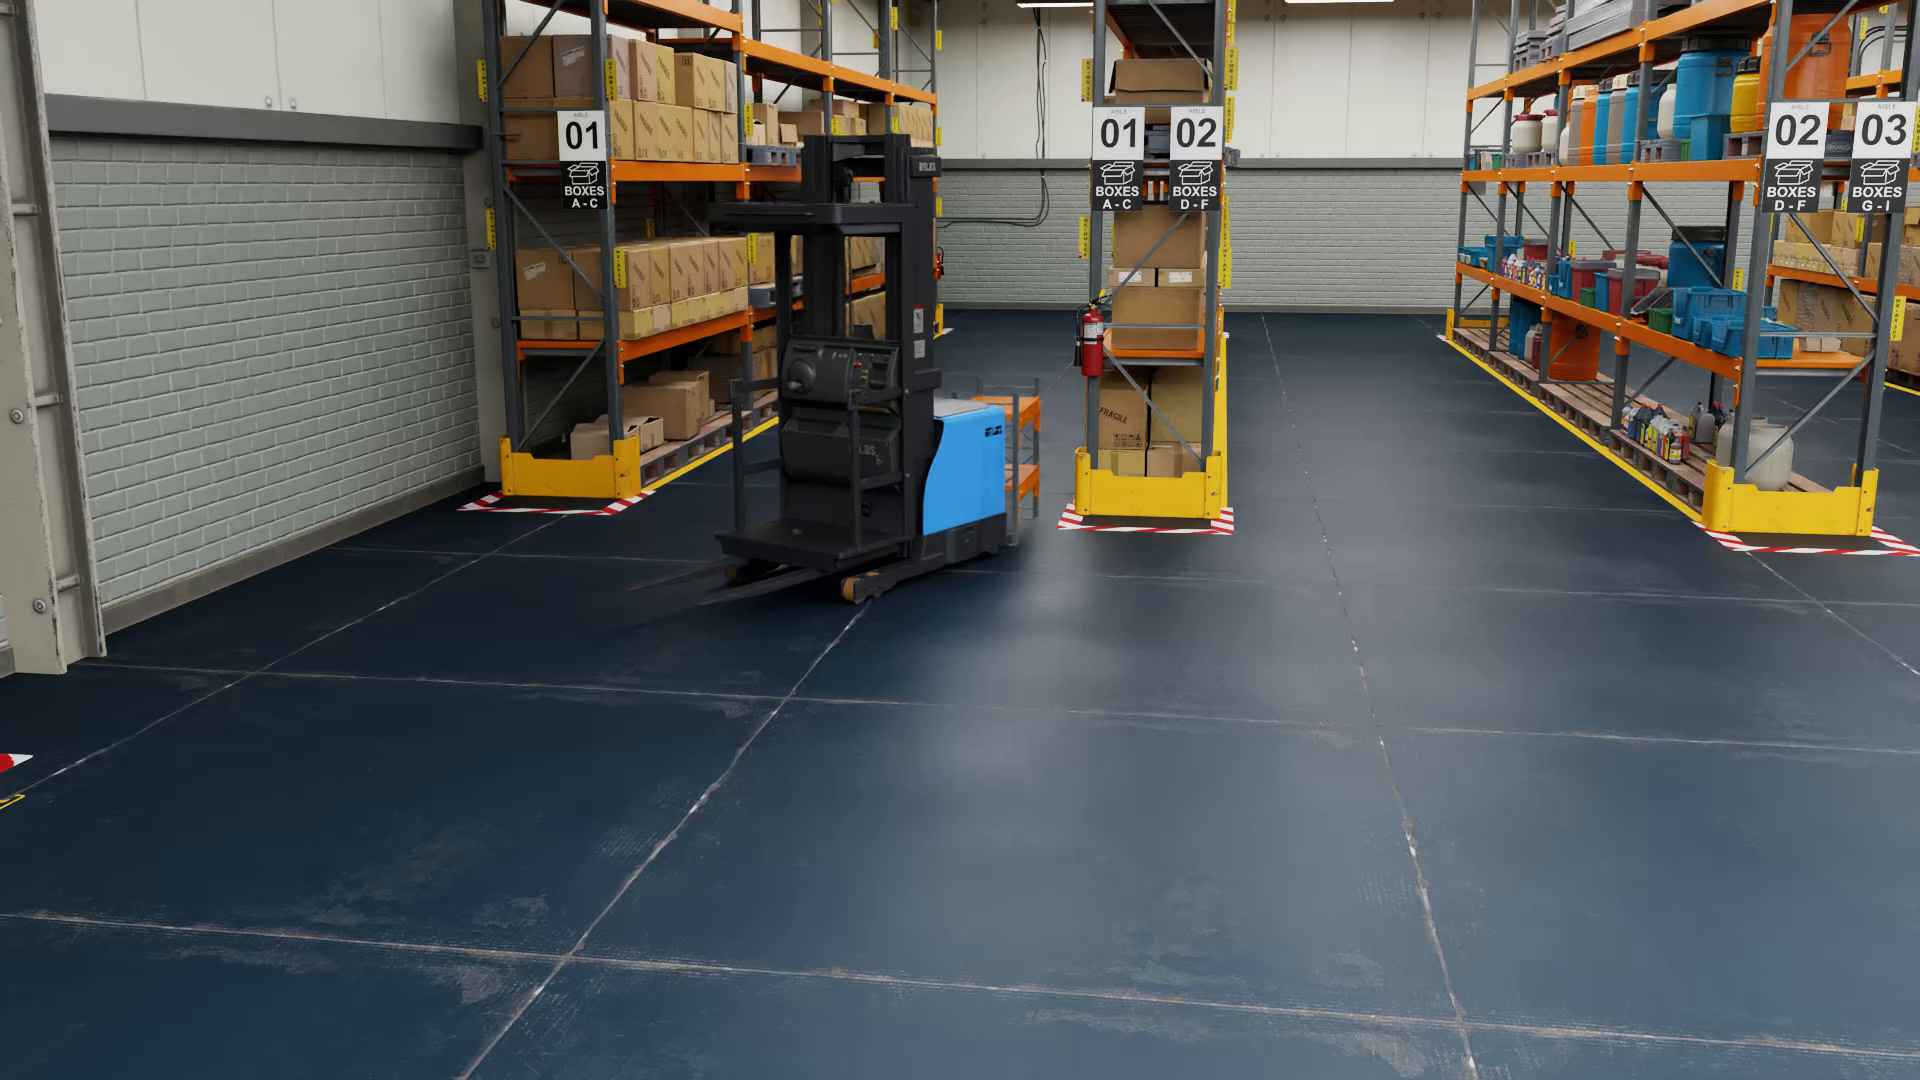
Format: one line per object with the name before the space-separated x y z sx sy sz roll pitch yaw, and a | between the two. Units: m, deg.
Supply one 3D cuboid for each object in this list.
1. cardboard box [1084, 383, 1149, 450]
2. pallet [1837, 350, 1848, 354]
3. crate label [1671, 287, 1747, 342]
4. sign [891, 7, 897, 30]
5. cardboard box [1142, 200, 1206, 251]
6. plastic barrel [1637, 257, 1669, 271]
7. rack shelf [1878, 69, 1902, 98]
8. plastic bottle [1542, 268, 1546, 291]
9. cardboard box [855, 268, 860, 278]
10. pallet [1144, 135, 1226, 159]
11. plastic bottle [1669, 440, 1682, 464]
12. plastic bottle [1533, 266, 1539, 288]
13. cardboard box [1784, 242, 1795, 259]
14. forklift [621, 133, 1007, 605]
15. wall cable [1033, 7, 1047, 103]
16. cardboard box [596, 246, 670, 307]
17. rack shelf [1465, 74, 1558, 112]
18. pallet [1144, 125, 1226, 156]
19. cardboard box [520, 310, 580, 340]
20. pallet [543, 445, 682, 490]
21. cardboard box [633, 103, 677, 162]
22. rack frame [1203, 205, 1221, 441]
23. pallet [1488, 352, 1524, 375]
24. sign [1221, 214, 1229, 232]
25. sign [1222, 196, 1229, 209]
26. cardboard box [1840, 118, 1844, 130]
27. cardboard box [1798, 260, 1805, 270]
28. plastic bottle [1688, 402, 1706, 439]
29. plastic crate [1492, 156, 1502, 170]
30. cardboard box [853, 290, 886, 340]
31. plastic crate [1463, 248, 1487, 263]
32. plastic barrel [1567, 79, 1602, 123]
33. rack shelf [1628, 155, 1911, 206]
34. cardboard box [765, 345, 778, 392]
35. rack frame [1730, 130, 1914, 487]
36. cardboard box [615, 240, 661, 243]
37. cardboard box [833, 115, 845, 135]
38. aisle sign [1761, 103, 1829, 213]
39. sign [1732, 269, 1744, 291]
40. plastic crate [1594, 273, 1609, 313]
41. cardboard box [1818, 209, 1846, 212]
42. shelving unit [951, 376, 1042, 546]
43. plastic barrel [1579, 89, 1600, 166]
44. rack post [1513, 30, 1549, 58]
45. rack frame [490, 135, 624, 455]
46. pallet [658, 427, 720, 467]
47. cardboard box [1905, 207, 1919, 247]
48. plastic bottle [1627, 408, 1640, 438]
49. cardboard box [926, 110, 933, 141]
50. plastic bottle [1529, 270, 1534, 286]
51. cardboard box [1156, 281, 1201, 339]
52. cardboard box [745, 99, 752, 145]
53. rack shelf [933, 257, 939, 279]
cardboard box | 1.318 -1.043 13.963 0.500 0.500 0.500 2 12 9
pallet | 13.357 -2.663 24.349 1.003 0.211 1.213 2 12 9
crate label | 6.439 -1.942 14.301 0.502 0.435 0.616 2 12 9
sign | -0.982 -7.765 24.758 0.100 0.325 0.005 2 12 9
cardboard box | 2.083 -3.117 16.521 0.700 0.500 0.500 2 12 9
plastic barrel | 7.515 -2.777 17.935 0.433 0.535 0.433 0 12 0
rack shelf | 12.855 -5.839 20.886 1.077 0.370 4.000 2 12 9
plastic bottle | 7.294 -3.239 20.680 0.061 0.283 0.133 2 12 9
cardboard box | -1.631 -3.787 23.494 0.380 0.149 0.250 2 12 9
pallet | 2.039 -3.771 15.963 1.003 0.211 1.213 2 12 9
plastic bottle | 6.272 -0.776 14.574 0.097 0.201 0.097 0 12 0
plastic bottle | 7.425 -3.386 21.389 0.097 0.271 0.097 0 12 0
cardboard box | 13.364 -4.576 26.254 0.500 0.250 0.500 2 12 8
forklift | -0.916 -1.142 10.837 1.130 2.935 3.031 8 15 34
wall cable | 2.991 -10.146 33.596 3.097 2.526 0.112 2 12 9
cardboard box | -2.910 -2.349 14.802 0.500 0.500 0.500 2 12 9
rack shelf | 8.576 -6.833 25.495 1.077 0.370 4.000 2 12 9
pallet | 1.664 -3.264 13.607 1.003 0.211 1.213 2 12 9
cardboard box | -3.486 -1.894 14.470 0.500 0.250 0.500 2 12 9
pallet | -3.194 -0.674 15.122 1.003 0.211 1.213 2 12 9
cardboard box | -2.874 -3.659 14.948 0.500 0.500 0.500 2 12 11
rack frame | 2.145 -2.527 17.098 1.000 3.000 0.127 2 12 9
pallet | 8.109 -2.508 23.632 1.003 0.211 1.213 2 12 9
sign | 3.309 -3.908 20.759 0.100 0.325 0.005 2 12 9
sign | 4.535 -5.723 28.431 0.100 0.325 0.005 2 12 9
cardboard box | 13.532 -6.021 24.718 0.700 0.500 0.500 2 12 11
cardboard box | 13.202 -4.249 25.687 0.380 0.149 0.250 2 12 8
plastic bottle | 7.082 -1.147 15.939 0.144 0.351 0.185 2 12 9
plastic crate | 8.035 -5.492 24.238 0.450 0.188 0.662 2 12 9
cardboard box | -1.492 -3.367 25.101 0.750 0.750 0.750 2 12 9
plastic crate | 8.419 -4.633 27.127 0.416 0.233 0.300 2 12 9
plastic barrel | 7.744 -5.198 20.356 0.600 0.830 0.708 2 12 9
rack shelf | 6.731 -3.064 14.178 1.077 0.370 4.000 2 12 9
cardboard box | -2.506 -2.047 19.763 0.700 0.500 0.500 2 12 9
rack frame | 6.423 -1.533 12.486 1.000 3.000 0.127 2 12 9
cardboard box | -3.195 -2.687 16.372 0.500 0.500 0.500 2 12 10
cardboard box | -1.990 -5.579 22.859 0.700 0.500 0.500 3 12 12
aisle sign | 6.119 -2.798 12.187 0.394 0.787 0.004 2 12 9
sign | 7.580 -2.481 16.227 0.100 0.325 0.005 2 12 9
plastic crate | 6.901 -2.597 17.464 0.392 0.384 0.575 2 12 9
cardboard box | 13.963 -5.032 26.591 0.500 0.500 0.500 2 12 9
shelving unit | 0.283 -0.627 12.733 0.538 1.125 1.048 2 12 11
plastic barrel | 7.212 -4.574 18.460 0.600 0.830 0.708 2 12 9
rack post | 8.108 -6.752 22.644 0.937 0.300 0.954 2 12 8
rack frame | -3.366 -1.854 13.975 1.000 3.000 0.127 2 12 9
pallet | -3.004 -0.928 16.297 1.003 0.211 1.213 2 12 9
cardboard box | 12.956 -4.134 21.937 0.797 0.503 0.637 2 12 9
plastic bottle | 6.534 -1.129 16.032 0.152 0.276 0.135 2 12 11
cardboard box | -0.748 -7.037 28.248 0.500 0.500 0.500 2 12 8
plastic bottle | 7.470 -3.412 21.679 0.097 0.201 0.097 0 12 0
cardboard box | 1.690 -1.949 14.181 0.700 0.500 0.500 2 12 10
cardboard box | -2.588 -4.518 17.984 0.500 0.500 0.500 4 13 17
rack shelf | -1.213 -4.416 27.574 1.077 0.370 4.000 2 12 9
